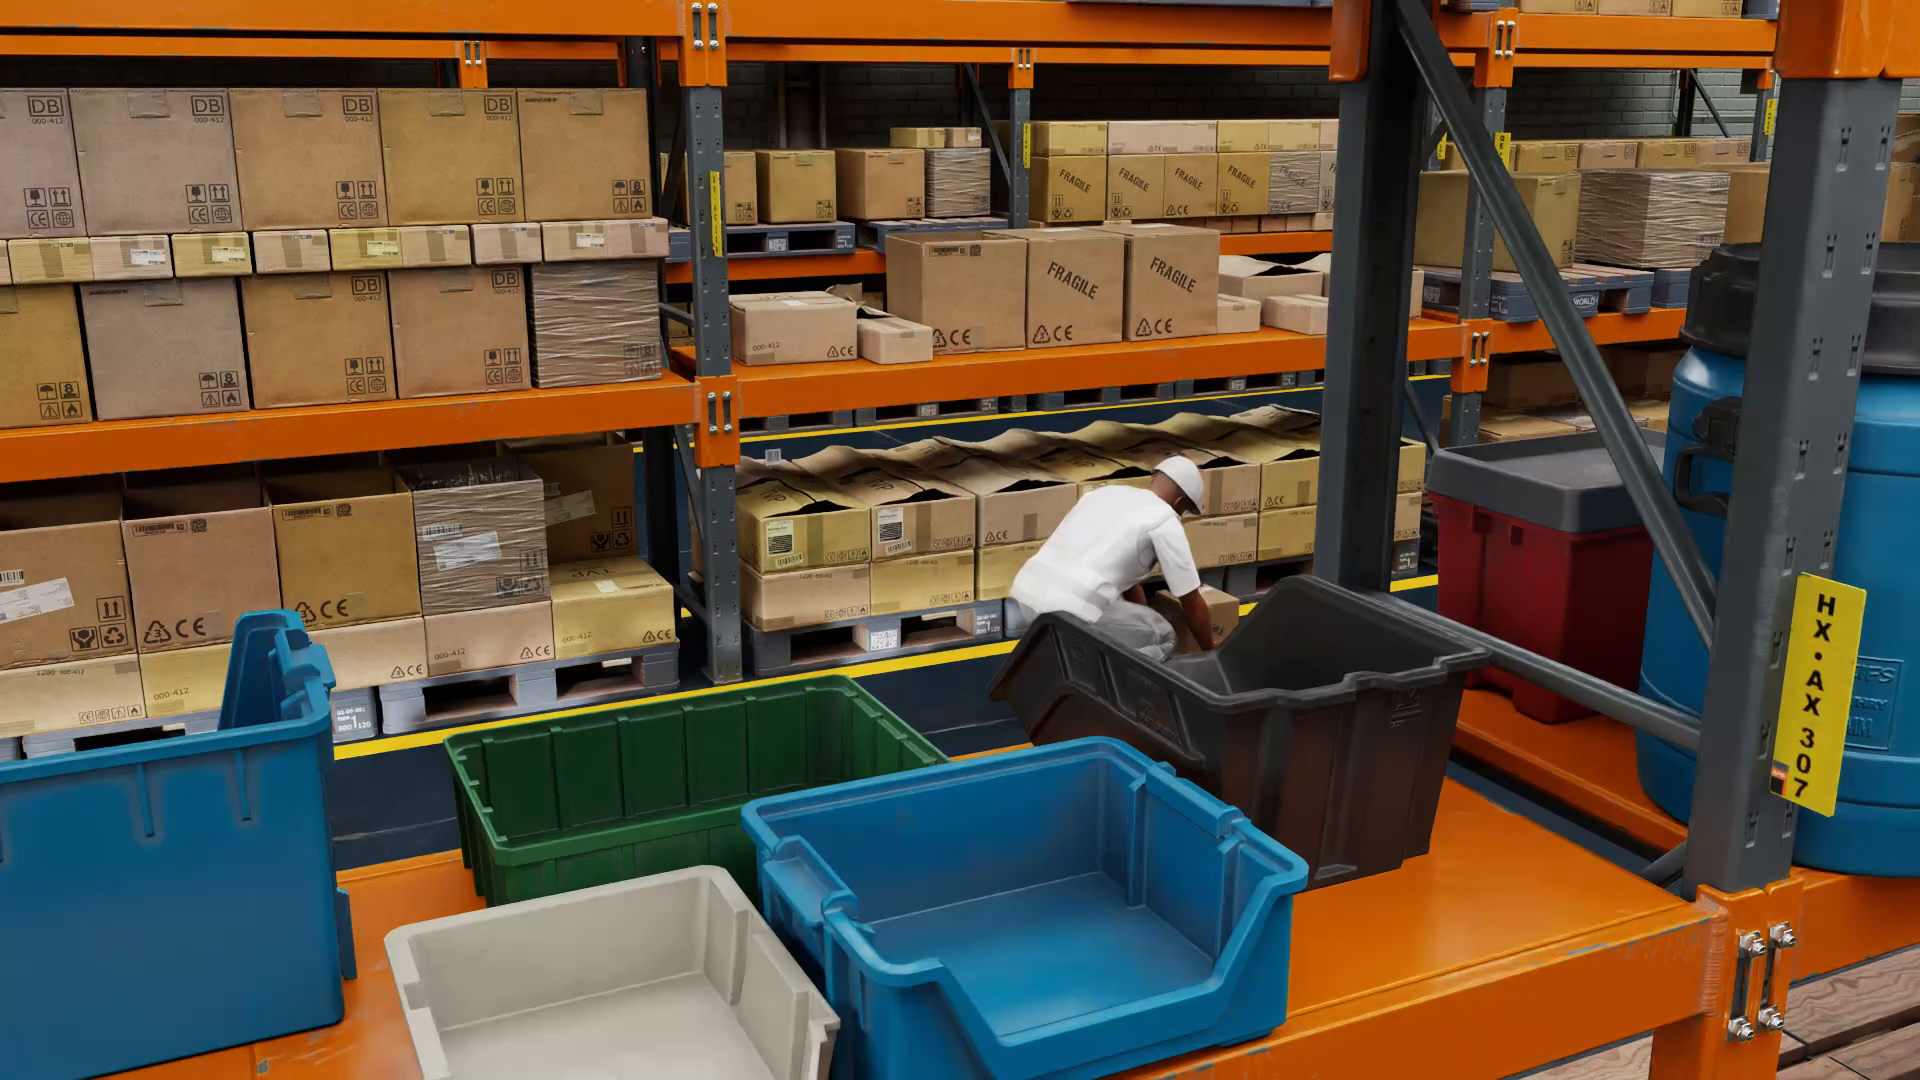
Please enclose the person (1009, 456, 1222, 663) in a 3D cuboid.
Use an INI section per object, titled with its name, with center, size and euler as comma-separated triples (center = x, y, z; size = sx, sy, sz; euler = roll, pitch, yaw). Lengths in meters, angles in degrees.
[person]
center = 0.623, 0.201, 6.659
size = 0.896, 1.027, 0.583
euler = -8, 17, -26
